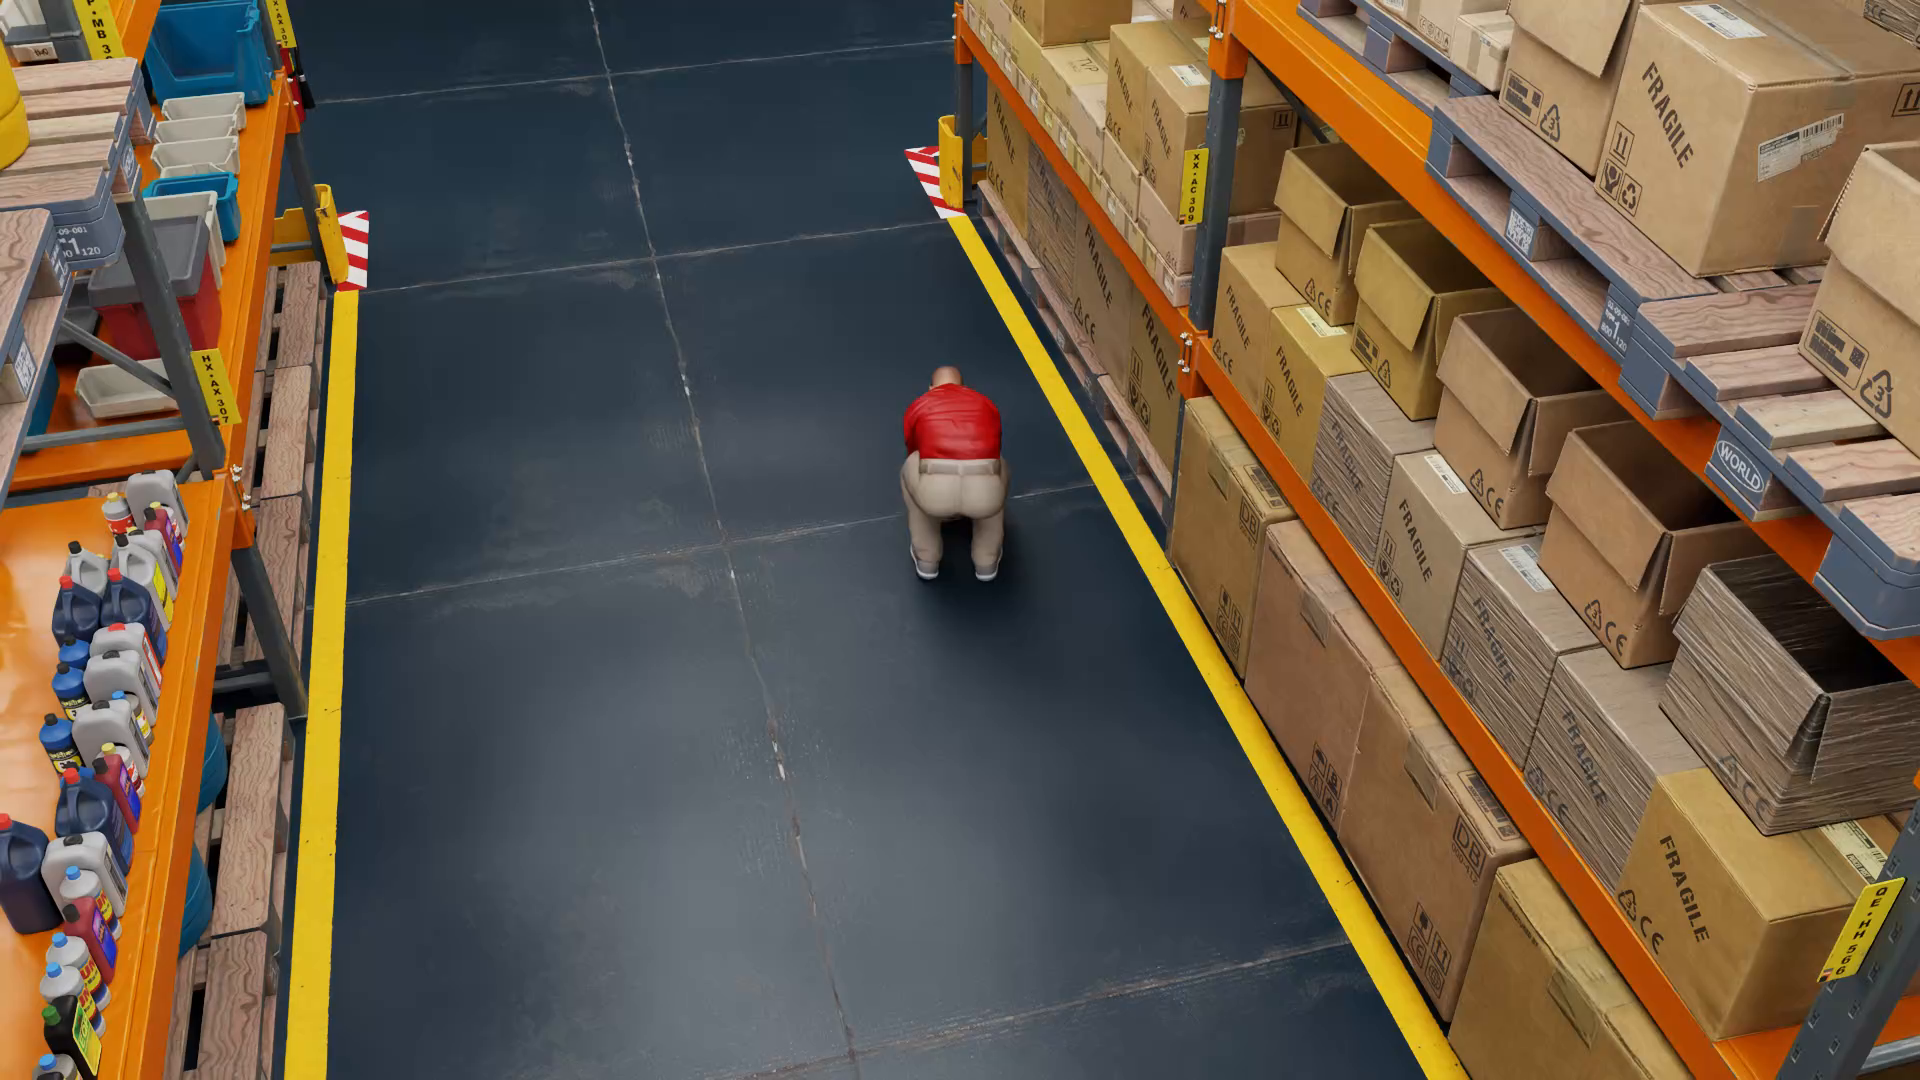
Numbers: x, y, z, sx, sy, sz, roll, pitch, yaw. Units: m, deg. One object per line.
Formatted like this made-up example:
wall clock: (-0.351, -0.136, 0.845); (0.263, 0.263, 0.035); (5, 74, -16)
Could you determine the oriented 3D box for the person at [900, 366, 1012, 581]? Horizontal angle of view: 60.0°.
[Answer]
person: (-0.021, -0.299, 7.897); (0.534, 0.804, 0.950); (0, 38, -1)
